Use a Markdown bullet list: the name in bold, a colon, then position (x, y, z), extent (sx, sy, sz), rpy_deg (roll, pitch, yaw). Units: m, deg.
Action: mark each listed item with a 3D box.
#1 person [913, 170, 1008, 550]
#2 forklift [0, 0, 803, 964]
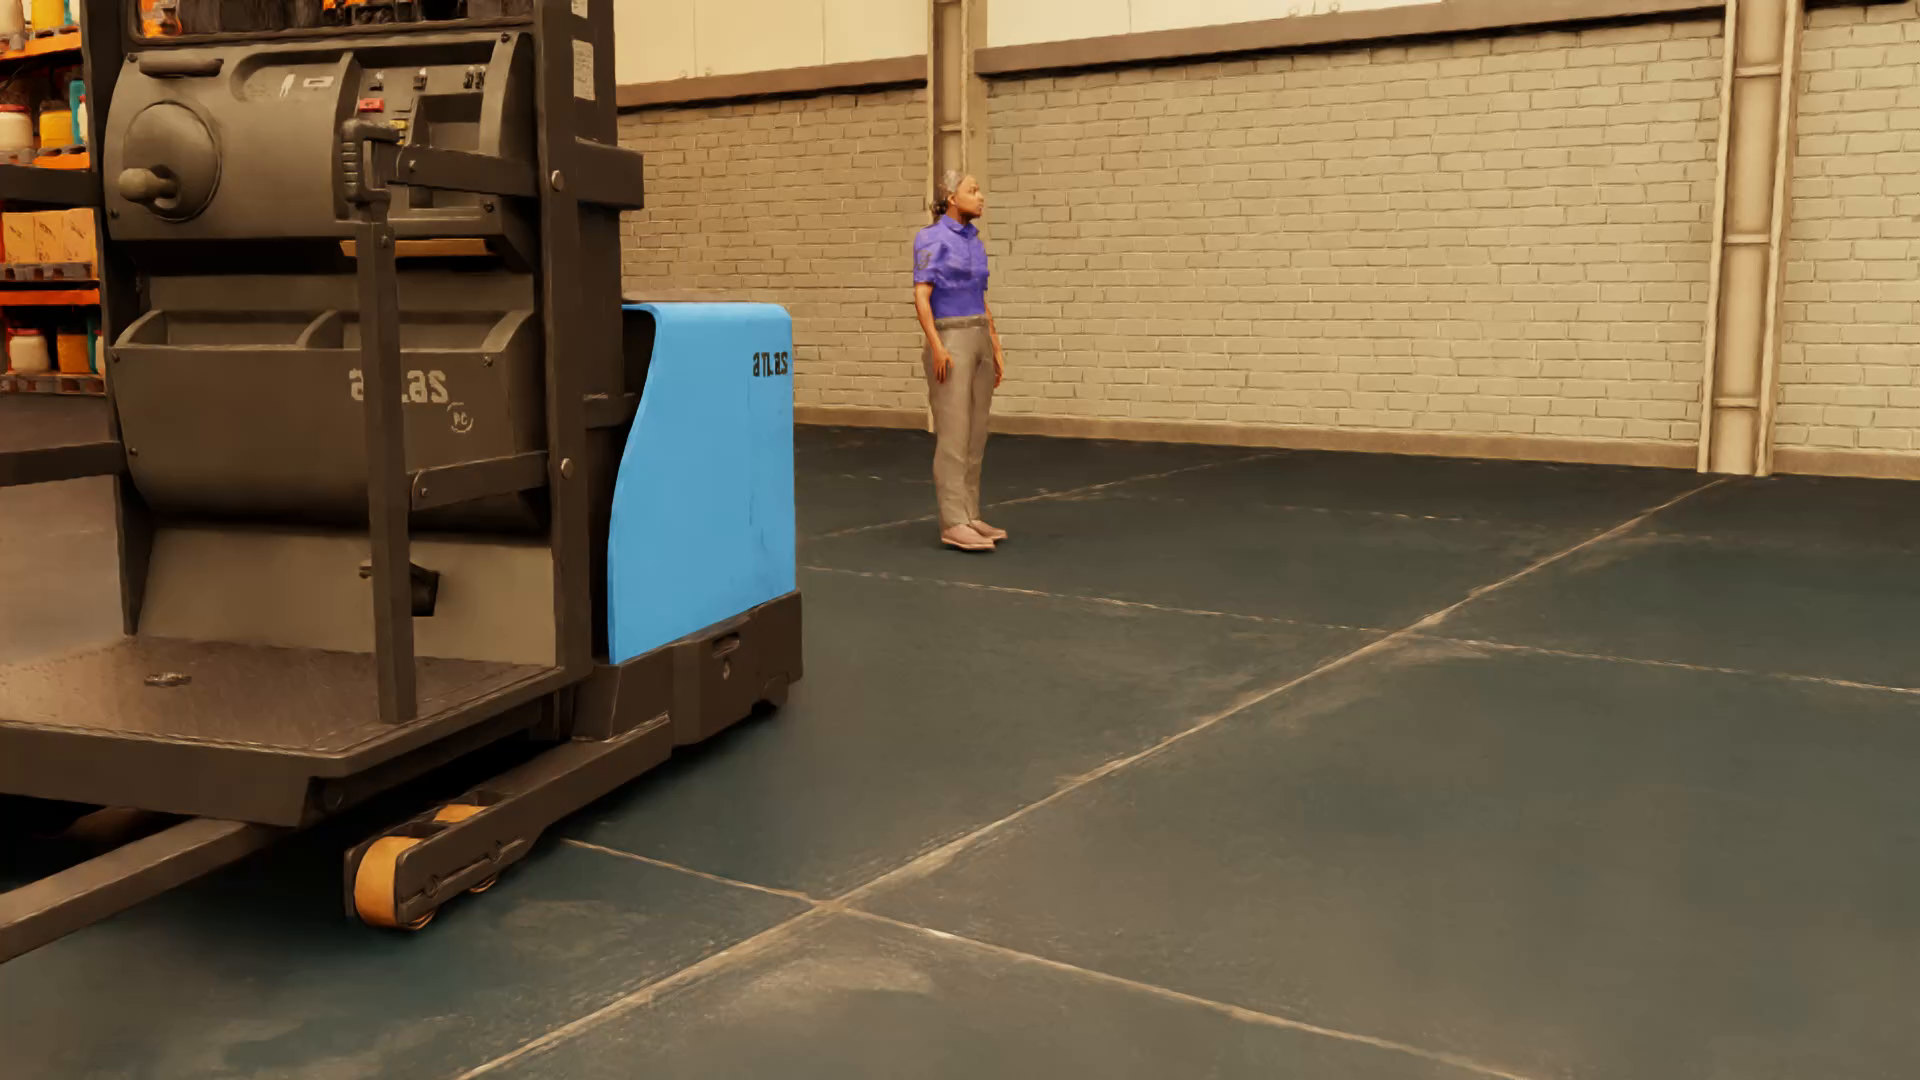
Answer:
- **person**: position (0.062, -0.817, 7.421), extent (0.503, 1.654, 0.570), rpy_deg (5, 10, 34)
- **forklift**: position (-1.355, -0.839, 3.092), extent (1.130, 2.935, 3.031), rpy_deg (3, 8, 17)
